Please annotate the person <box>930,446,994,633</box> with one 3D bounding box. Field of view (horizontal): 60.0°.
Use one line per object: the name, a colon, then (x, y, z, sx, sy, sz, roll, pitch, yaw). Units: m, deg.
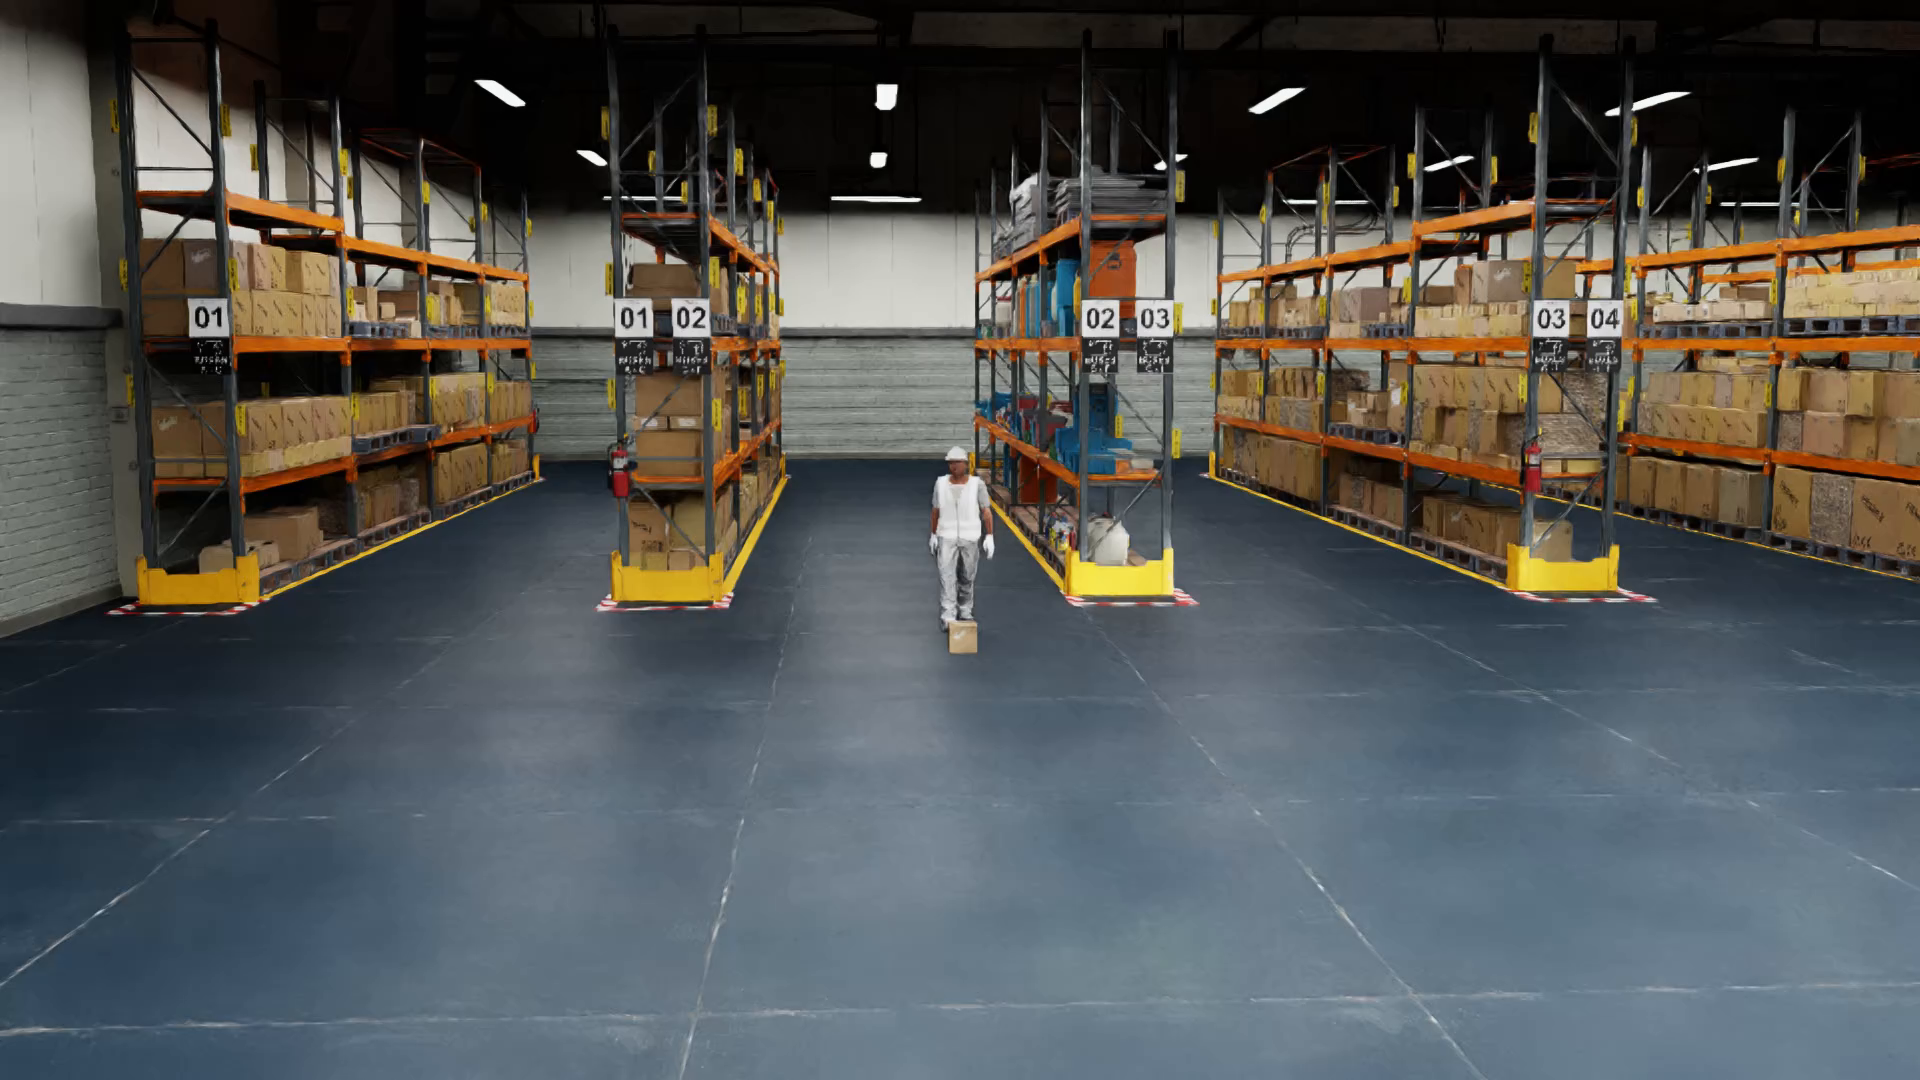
person: (0.014, -0.015, 15.863, 0.634, 1.755, 0.961, 0, 7, 3)
